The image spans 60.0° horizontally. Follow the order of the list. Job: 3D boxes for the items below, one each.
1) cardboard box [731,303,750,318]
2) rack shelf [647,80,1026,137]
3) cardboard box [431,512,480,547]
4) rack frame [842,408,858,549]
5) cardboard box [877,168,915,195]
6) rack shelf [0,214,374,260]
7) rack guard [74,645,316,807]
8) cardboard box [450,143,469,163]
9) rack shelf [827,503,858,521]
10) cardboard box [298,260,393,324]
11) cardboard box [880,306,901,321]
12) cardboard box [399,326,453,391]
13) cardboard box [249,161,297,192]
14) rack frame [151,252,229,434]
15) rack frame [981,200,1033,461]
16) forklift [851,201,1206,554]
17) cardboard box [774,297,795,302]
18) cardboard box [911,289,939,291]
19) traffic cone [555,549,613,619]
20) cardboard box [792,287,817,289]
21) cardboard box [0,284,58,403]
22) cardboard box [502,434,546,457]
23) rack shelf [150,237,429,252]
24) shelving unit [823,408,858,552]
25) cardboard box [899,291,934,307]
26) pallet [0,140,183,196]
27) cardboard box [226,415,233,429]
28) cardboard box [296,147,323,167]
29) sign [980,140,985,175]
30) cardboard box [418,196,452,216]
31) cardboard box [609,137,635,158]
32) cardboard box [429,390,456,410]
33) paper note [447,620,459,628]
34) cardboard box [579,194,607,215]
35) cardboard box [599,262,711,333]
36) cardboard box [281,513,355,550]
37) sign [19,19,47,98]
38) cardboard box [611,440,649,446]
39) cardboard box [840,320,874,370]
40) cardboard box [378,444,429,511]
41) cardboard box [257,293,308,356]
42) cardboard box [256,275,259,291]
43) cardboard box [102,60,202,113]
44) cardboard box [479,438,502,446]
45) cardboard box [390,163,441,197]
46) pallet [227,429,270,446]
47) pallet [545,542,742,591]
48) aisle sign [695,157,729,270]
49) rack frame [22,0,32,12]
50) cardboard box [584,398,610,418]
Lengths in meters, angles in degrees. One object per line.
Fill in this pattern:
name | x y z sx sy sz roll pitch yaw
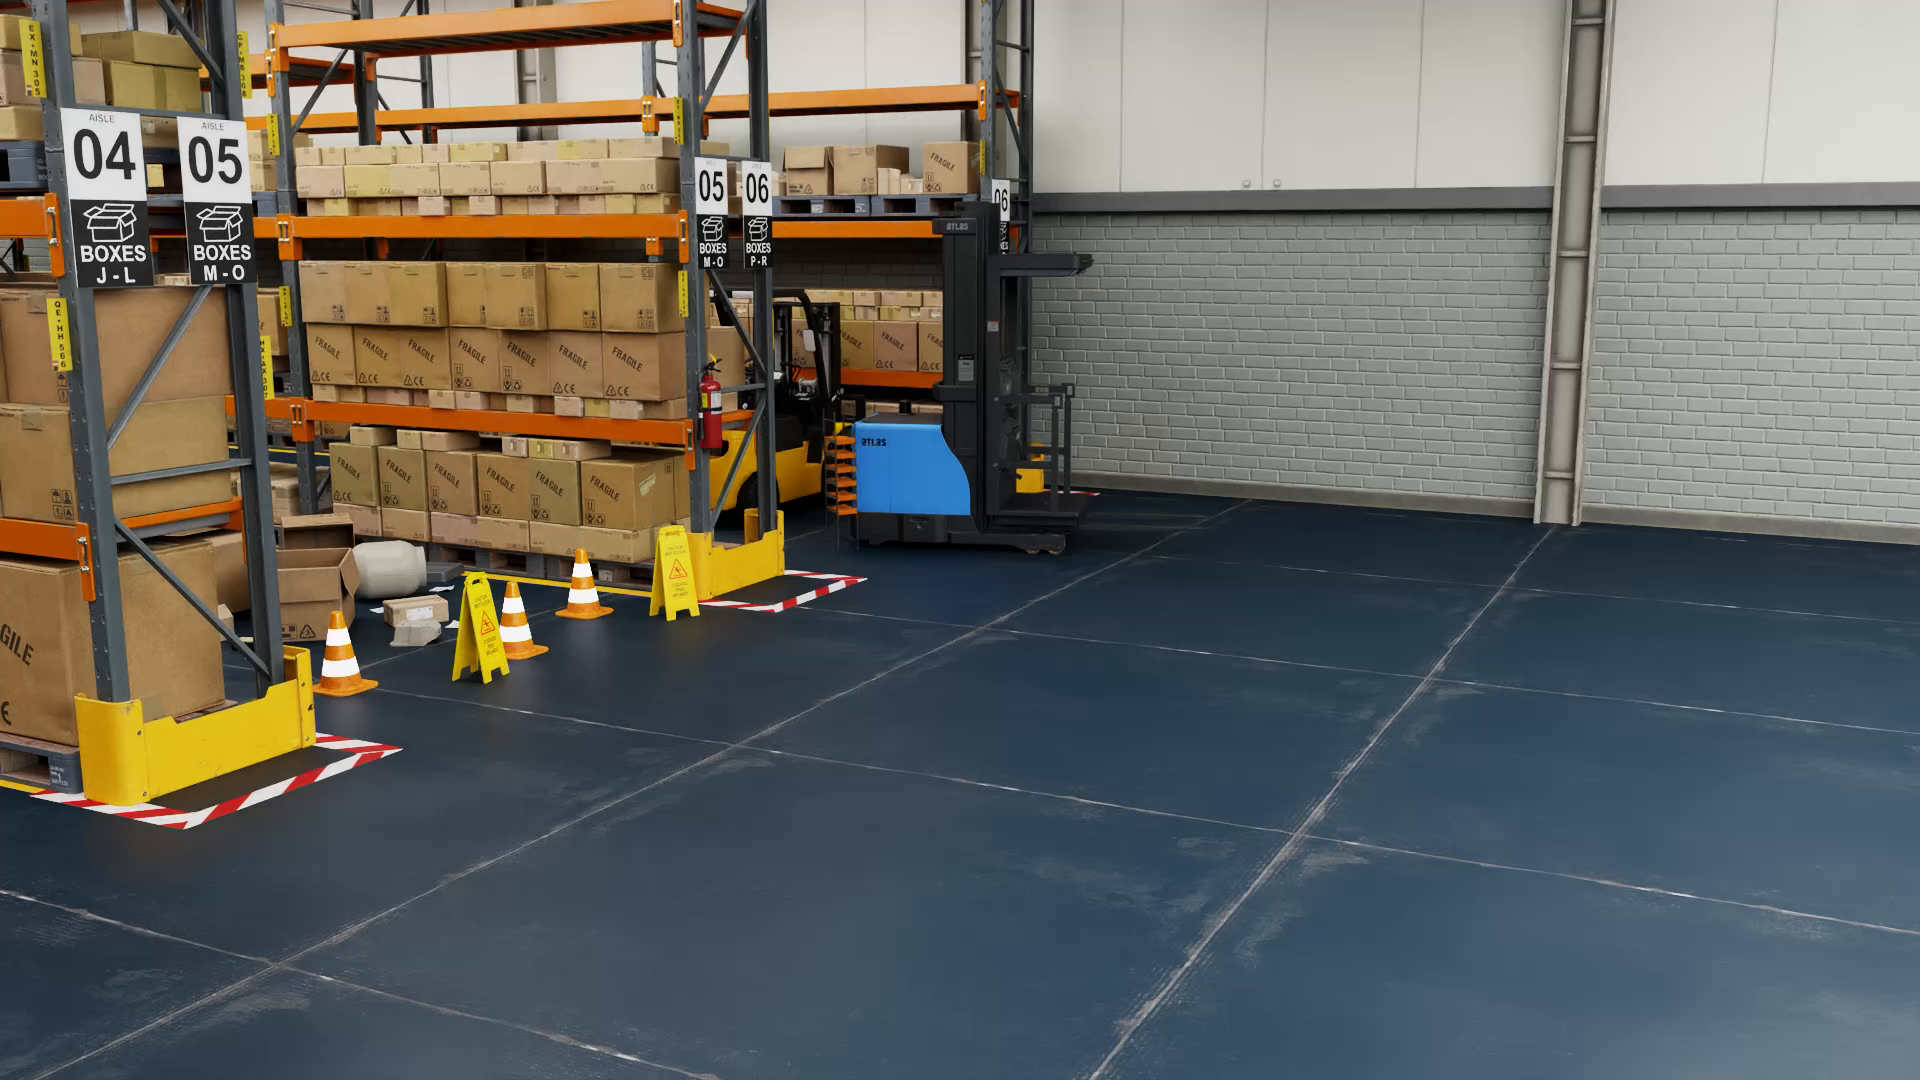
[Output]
cardboard box | -2.277 -2.469 17.847 0.250 0.149 0.380 5 12 27
rack shelf | -1.320 -4.479 17.352 4.000 0.370 1.077 5 11 26
cardboard box | -3.936 -0.124 13.537 0.500 0.250 0.500 5 11 25
rack frame | -0.940 -0.527 14.255 0.006 1.200 0.240 -7 12 -29
cardboard box | -0.631 -3.622 16.817 0.258 0.266 0.396 5 11 26
rack shelf | -7.100 -2.722 14.943 4.000 0.370 1.077 5 11 26
rack guard | -3.797 0.904 8.334 0.348 0.500 1.175 5 11 26
cardboard box | -3.738 -3.001 12.931 0.250 0.149 0.380 5 12 27
rack shelf | -1.016 -0.238 14.263 0.180 0.103 0.258 -7 12 -29
cardboard box | -5.008 -2.060 13.768 0.500 0.500 0.700 5 11 25
cardboard box | -0.627 -2.338 17.123 0.250 0.149 0.380 5 11 25
cardboard box | -4.130 -1.481 13.374 0.500 0.500 0.500 5 11 25
cardboard box | -5.894 -3.074 14.111 0.500 0.250 0.500 5 11 25
rack frame | -10.288 -2.866 22.140 0.127 3.000 1.000 5 11 26
rack frame | 0.474 -1.920 16.916 0.127 3.000 1.000 5 11 26
forklift | 0.619 -1.423 14.364 3.031 2.935 1.130 2 10 10
cardboard box | -1.769 -2.589 17.673 0.250 0.149 0.380 5 11 26
cardboard box | -0.411 -2.562 17.524 0.250 0.149 0.380 5 11 26
traffic cone | -2.676 0.294 11.809 0.334 0.463 0.336 5 11 26
cardboard box | -1.768 -2.694 18.258 0.250 0.149 0.380 5 11 25
cardboard box | -4.669 -0.998 8.366 0.550 0.550 0.875 5 11 26
cardboard box | -3.372 -0.750 13.065 0.250 0.149 0.380 6 12 28
rack shelf | -8.494 -3.830 21.067 4.000 0.370 1.077 5 11 26
shelving unit | -1.020 -0.517 14.211 0.189 1.200 0.258 -7 12 -29
cardboard box | -0.423 -2.460 16.963 0.250 0.149 0.380 5 12 27
pallet | -4.489 -1.818 8.176 1.213 0.211 1.003 5 11 26
cardboard box | -9.472 -1.728 21.693 0.500 0.500 0.500 5 11 25
cardboard box | -5.168 -3.110 13.535 0.250 0.149 0.380 5 11 25
sign | 0.221 -3.707 16.104 0.005 0.325 0.100 5 11 26
cardboard box | -4.018 -2.615 13.040 0.250 0.149 0.380 5 11 25
cardboard box | -2.368 -2.878 12.251 0.250 0.149 0.380 5 12 27
cardboard box | -4.023 -1.140 13.312 0.250 0.149 0.380 5 11 26
paper note | -3.448 0.578 11.453 0.142 0.019 0.148 1 10 6
cardboard box | -2.624 -2.503 12.423 0.250 0.149 0.380 5 12 28
cardboard box | -2.274 -1.820 12.439 0.500 0.500 0.700 5 11 24
cardboard box | -4.948 0.088 12.831 0.500 0.500 0.500 -4 11 -23
sign | -4.072 -2.116 7.310 0.005 0.325 0.100 5 11 26
cardboard box | -3.586 -1.313 19.049 0.625 0.625 0.875 6 12 28
cardboard box | -1.005 -2.049 17.346 0.500 0.500 0.500 5 11 25
cardboard box | -4.412 -0.535 13.698 0.500 0.500 0.500 6 12 28
cardboard box | -5.822 -1.844 14.201 0.500 0.500 0.500 5 11 25
cardboard box | -6.592 -2.326 15.044 0.250 0.149 0.380 6 12 29
cardboard box | -4.138 -2.212 8.232 0.500 0.250 0.500 5 11 26
cardboard box | -3.742 -0.581 13.954 0.500 0.500 0.500 6 12 29
cardboard box | -4.123 -2.832 13.116 0.500 0.250 0.500 5 11 26
pallet | -9.542 -1.435 22.068 1.213 0.211 1.003 5 11 26
pallet | -2.500 0.170 13.200 1.213 0.211 1.003 5 11 26
aisle sign | -1.792 -2.355 12.019 0.004 0.787 0.394 5 11 26
rack frame | -8.894 -4.709 15.483 0.127 3.000 1.000 5 11 26
cardboard box | -2.646 -1.024 12.673 0.250 0.149 0.380 5 11 25
